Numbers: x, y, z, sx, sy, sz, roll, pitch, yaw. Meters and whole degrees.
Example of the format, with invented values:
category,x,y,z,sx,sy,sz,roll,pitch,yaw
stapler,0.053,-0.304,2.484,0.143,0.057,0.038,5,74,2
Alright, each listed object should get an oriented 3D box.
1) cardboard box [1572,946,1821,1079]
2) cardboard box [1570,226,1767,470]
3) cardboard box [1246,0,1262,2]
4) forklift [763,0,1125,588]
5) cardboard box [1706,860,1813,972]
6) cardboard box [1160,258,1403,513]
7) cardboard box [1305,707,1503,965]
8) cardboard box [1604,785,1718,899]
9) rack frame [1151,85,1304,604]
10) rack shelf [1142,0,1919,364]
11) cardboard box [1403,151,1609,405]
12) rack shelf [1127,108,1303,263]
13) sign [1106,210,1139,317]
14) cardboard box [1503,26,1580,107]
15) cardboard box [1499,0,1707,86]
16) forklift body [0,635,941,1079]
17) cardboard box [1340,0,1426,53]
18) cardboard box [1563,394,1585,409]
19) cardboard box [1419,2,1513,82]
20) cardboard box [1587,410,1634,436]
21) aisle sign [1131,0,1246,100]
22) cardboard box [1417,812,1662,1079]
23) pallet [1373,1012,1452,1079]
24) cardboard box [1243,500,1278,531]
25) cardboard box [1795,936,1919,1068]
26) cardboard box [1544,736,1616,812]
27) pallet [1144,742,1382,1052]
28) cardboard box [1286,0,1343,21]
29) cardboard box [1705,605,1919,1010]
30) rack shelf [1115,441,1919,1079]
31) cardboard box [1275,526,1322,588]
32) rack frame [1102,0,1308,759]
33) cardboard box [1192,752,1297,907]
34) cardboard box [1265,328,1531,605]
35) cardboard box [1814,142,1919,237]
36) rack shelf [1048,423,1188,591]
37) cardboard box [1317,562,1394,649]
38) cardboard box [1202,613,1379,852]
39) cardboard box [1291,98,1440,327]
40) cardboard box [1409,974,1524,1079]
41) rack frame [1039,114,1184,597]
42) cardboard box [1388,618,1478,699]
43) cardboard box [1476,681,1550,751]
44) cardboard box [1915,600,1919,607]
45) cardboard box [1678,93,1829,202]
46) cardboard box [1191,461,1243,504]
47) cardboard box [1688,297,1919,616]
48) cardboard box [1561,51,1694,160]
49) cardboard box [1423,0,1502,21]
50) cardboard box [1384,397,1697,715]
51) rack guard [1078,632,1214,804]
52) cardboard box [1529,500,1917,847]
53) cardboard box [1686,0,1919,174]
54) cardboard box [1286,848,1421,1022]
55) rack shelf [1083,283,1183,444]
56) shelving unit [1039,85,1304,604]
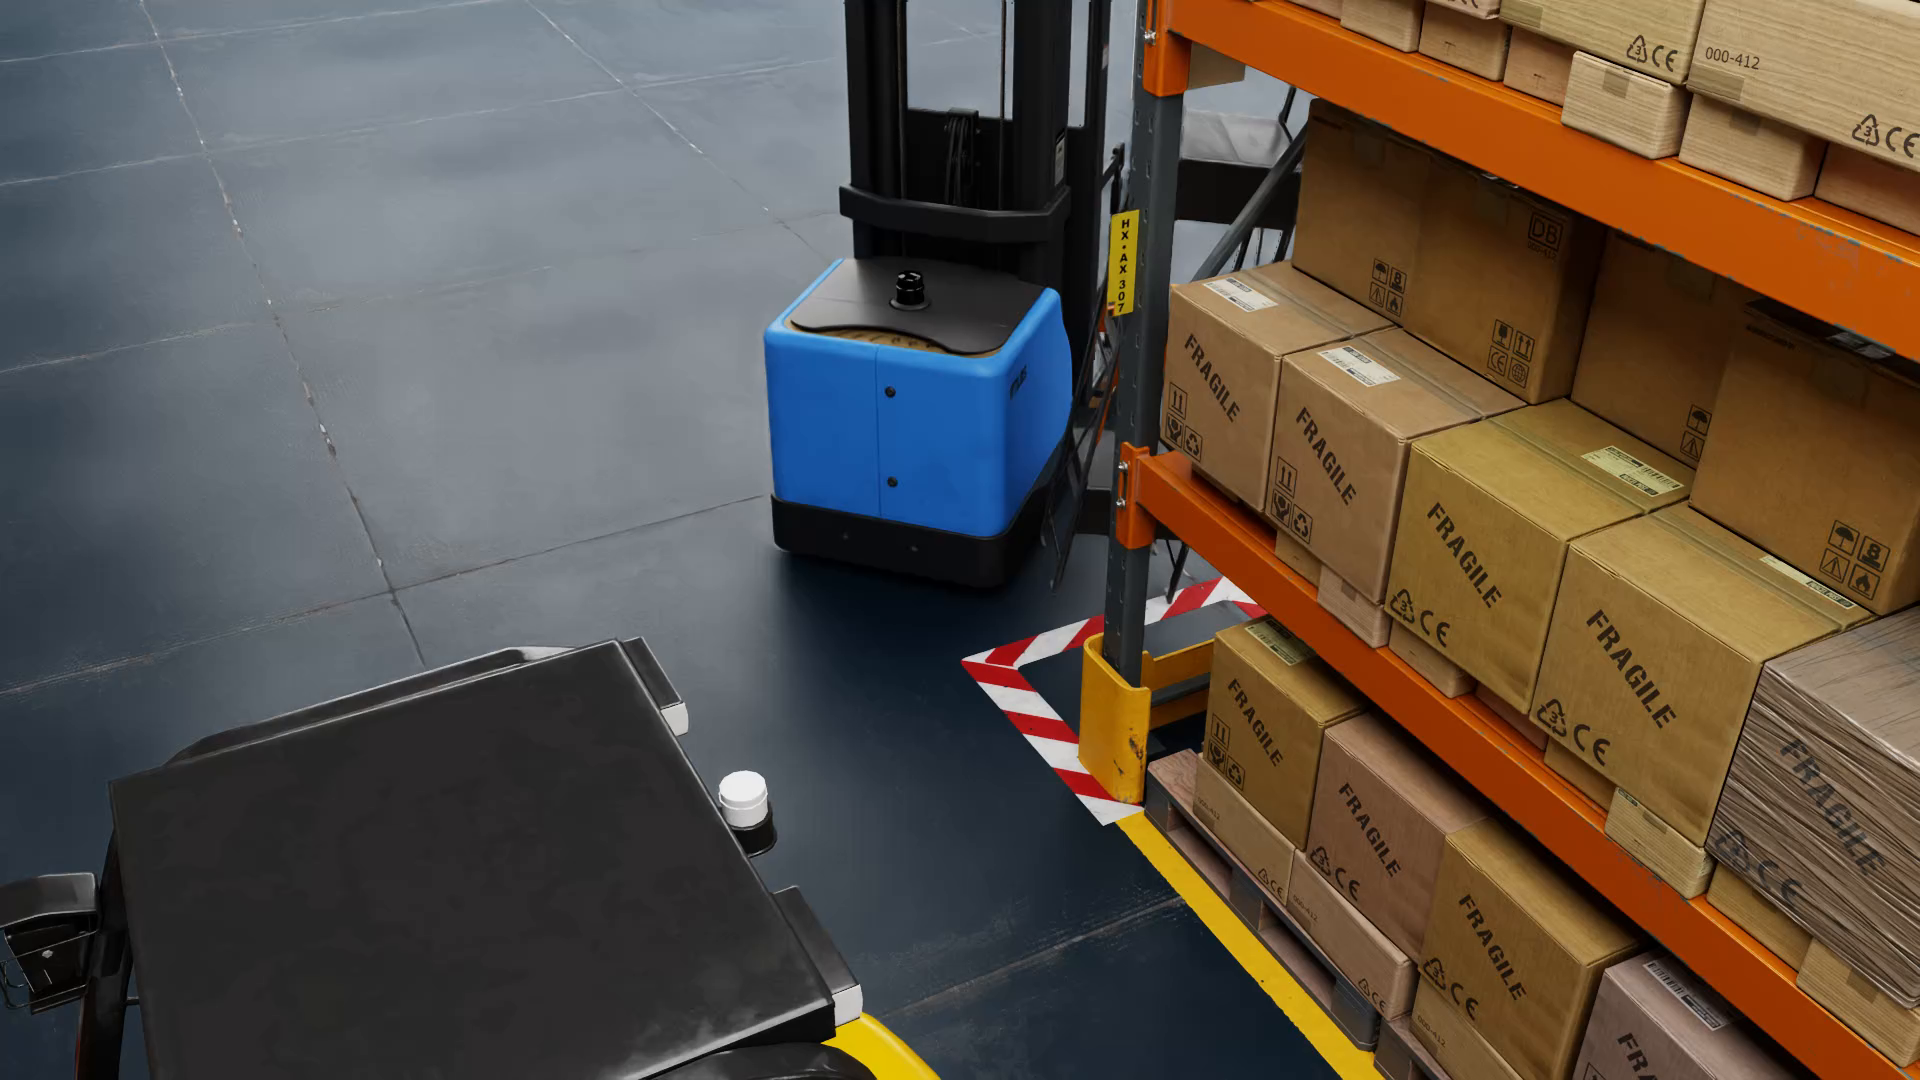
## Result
category,x,y,z,sx,sy,sz,roll,pitch,yaw
cardboard box,1.841,1.281,3.935,0.500,0.500,0.500,-14,35,-21
cardboard box,1.956,-0.531,4.004,0.700,0.500,0.500,-16,36,-24
cardboard box,0.834,-1.510,4.279,0.380,0.149,0.250,-16,36,-23
forklift,0.165,-1.825,7.382,1.130,2.935,3.031,11,34,16
cardboard box,1.843,0.731,3.561,0.380,0.149,0.250,-17,36,-24
cardboard box,0.942,-0.464,4.826,0.500,0.500,0.500,-16,36,-24
cardboard box,1.357,0.786,4.706,0.500,0.500,0.500,-17,36,-25
cardboard box,1.691,0.618,3.738,0.380,0.149,0.250,-16,36,-23
rack frame,1.014,-0.669,6.325,0.015,2.100,0.400,4,39,-10
rack shelf,1.899,-0.599,3.290,1.077,0.370,4.000,-16,36,-23
cardboard box,1.627,-0.749,4.343,0.700,0.500,0.500,-16,36,-23
rack shelf,0.887,-1.212,5.856,0.480,0.518,0.431,4,39,-10
sign,0.487,-0.821,4.948,0.100,0.325,0.005,-16,36,-23
cardboard box,1.393,-1.035,3.537,0.380,0.149,0.250,-17,36,-25
cardboard box,1.454,-1.128,3.312,0.500,0.250,0.500,-15,35,-22
forklift body,-0.925,1.461,2.976,2.313,2.155,1.214,-16,36,-23
cardboard box,1.129,-1.272,3.908,0.380,0.149,0.250,-15,36,-22
cardboard box,1.693,-0.330,4.617,0.500,0.500,0.500,-16,36,-23
cardboard box,1.266,-1.160,3.733,0.380,0.149,0.250,-16,36,-23
cardboard box,1.923,-0.091,4.243,0.500,0.500,0.500,-16,36,-23
aisle sign,0.663,-1.639,4.618,0.394,0.787,0.004,-16,36,-23
cardboard box,1.584,1.028,4.329,0.500,0.500,0.500,-15,36,-22
pallet,1.914,1.596,4.564,1.003,0.211,1.213,-16,36,-23
cardboard box,1.072,-0.156,4.946,0.380,0.149,0.250,-15,36,-22
cardboard box,1.935,0.861,3.358,0.380,0.149,0.250,-16,36,-24
cardboard box,1.625,0.483,3.948,0.380,0.149,0.250,-17,36,-24
pallet,1.350,1.014,5.471,1.003,0.211,1.213,-16,36,-23
cardboard box,1.036,-1.407,4.118,0.380,0.149,0.250,-17,36,-25
cardboard box,1.912,0.509,3.307,0.500,0.500,0.500,-15,36,-22
rack shelf,1.899,0.665,4.099,1.077,0.370,4.000,-16,36,-23
cardboard box,1.124,-0.009,4.716,0.380,0.149,0.250,-17,36,-25
rack frame,0.967,-0.593,5.395,1.000,3.000,0.127,-16,36,-23
cardboard box,1.098,0.843,5.314,0.500,0.250,0.500,-16,36,-23
cardboard box,1.186,-0.218,4.441,0.500,0.500,0.500,-15,35,-22
cardboard box,1.778,-0.677,2.978,0.380,0.149,0.250,-16,36,-24
rack shelf,0.657,-0.139,6.725,0.480,0.518,0.431,4,39,-10
cardboard box,1.202,0.124,4.509,0.380,0.149,0.250,-15,36,-22
cardboard box,1.110,0.538,5.094,0.500,0.500,0.500,-17,36,-25
cardboard box,1.398,-0.992,4.723,0.700,0.500,0.500,-17,36,-24
cardboard box,1.595,1.345,4.529,0.500,0.250,0.500,-13,35,-20
rack frame,0.534,-0.702,6.239,0.015,2.100,0.400,4,39,-10
cardboard box,1.352,0.239,4.330,0.380,0.149,0.250,-15,36,-22
cardboard box,1.528,0.350,4.156,0.380,0.149,0.250,-15,35,-22
cardboard box,2.143,0.156,3.858,0.500,0.500,0.500,-15,36,-23
cardboard box,1.599,-0.779,3.137,0.380,0.149,0.250,-17,36,-24
cardboard box,0.942,-0.273,5.128,0.380,0.149,0.250,-16,36,-23
cardboard box,2.066,-0.258,3.577,0.700,0.500,0.500,-16,36,-23
cardboard box,1.440,-0.894,3.318,0.380,0.149,0.250,-15,36,-23
cardboard box,1.192,-1.368,3.688,0.500,0.250,0.500,-16,36,-24
cardboard box,1.425,0.025,4.062,0.500,0.500,0.500,-17,36,-24
rack guard,1.002,0.496,6.012,1.175,0.500,0.348,-16,36,-23
cardboard box,1.669,0.265,3.687,0.500,0.500,0.500,-17,36,-24
cardboard box,1.676,-0.879,2.923,0.500,0.250,0.500,-15,36,-22
cardboard box,1.329,1.088,4.931,0.500,0.250,0.500,-15,35,-21
rack shelf,0.772,-0.675,6.291,0.480,0.518,0.431,4,39,-10
shelving unit,0.774,-0.686,6.282,0.503,2.100,0.431,4,39,-10
